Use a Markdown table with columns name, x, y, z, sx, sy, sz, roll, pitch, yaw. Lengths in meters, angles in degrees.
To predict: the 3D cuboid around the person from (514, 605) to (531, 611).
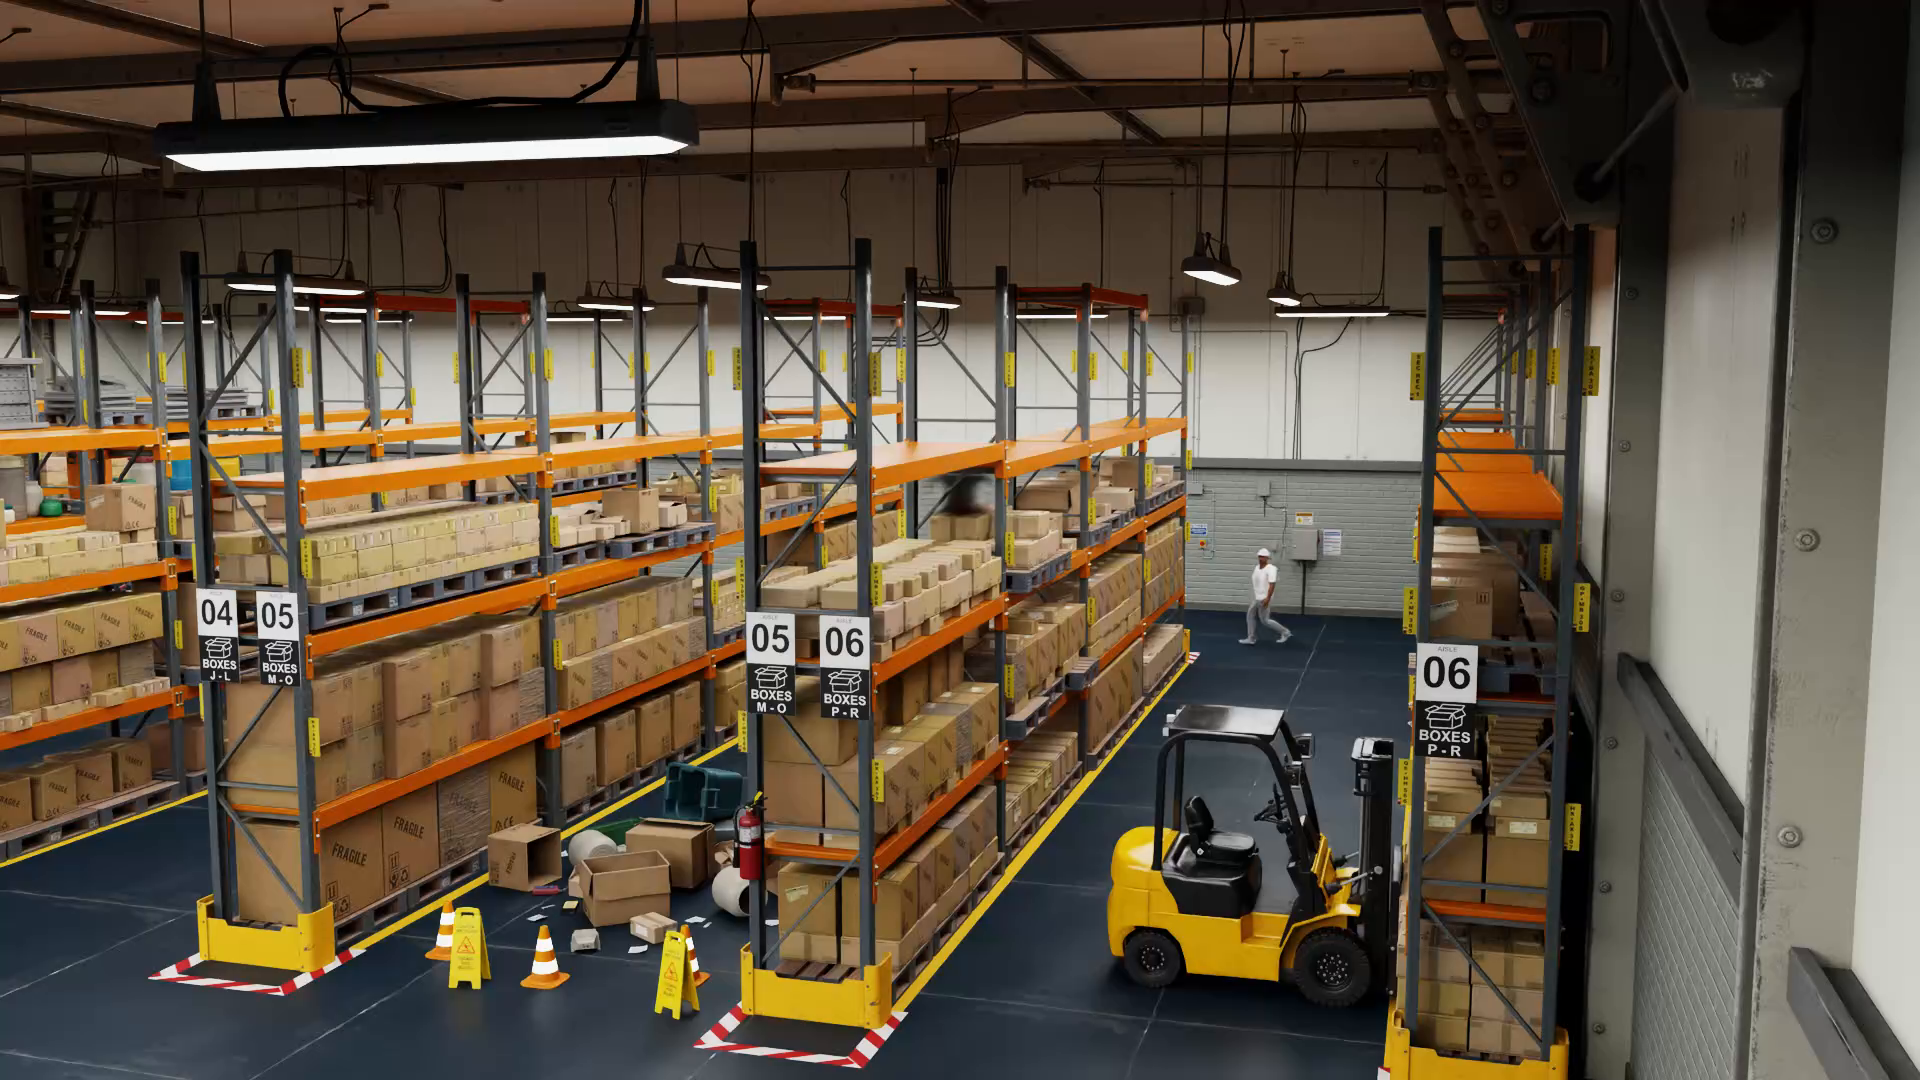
| name | x | y | z | sx | sy | sz | roll | pitch | yaw |
| --- | --- | --- | --- | --- | --- | --- | --- | --- | --- |
| person | -6.101 | 1.725 | 23.405 | 0.572 | 1.646 | 0.932 | 1 | 6 | 6 |

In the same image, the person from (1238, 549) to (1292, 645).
| name | x | y | z | sx | sy | sz | roll | pitch | yaw |
| --- | --- | --- | --- | --- | --- | --- | --- | --- | --- |
| person | 5.403 | 1.010 | 29.423 | 0.928 | 1.723 | 0.607 | 1 | 6 | 7 |
